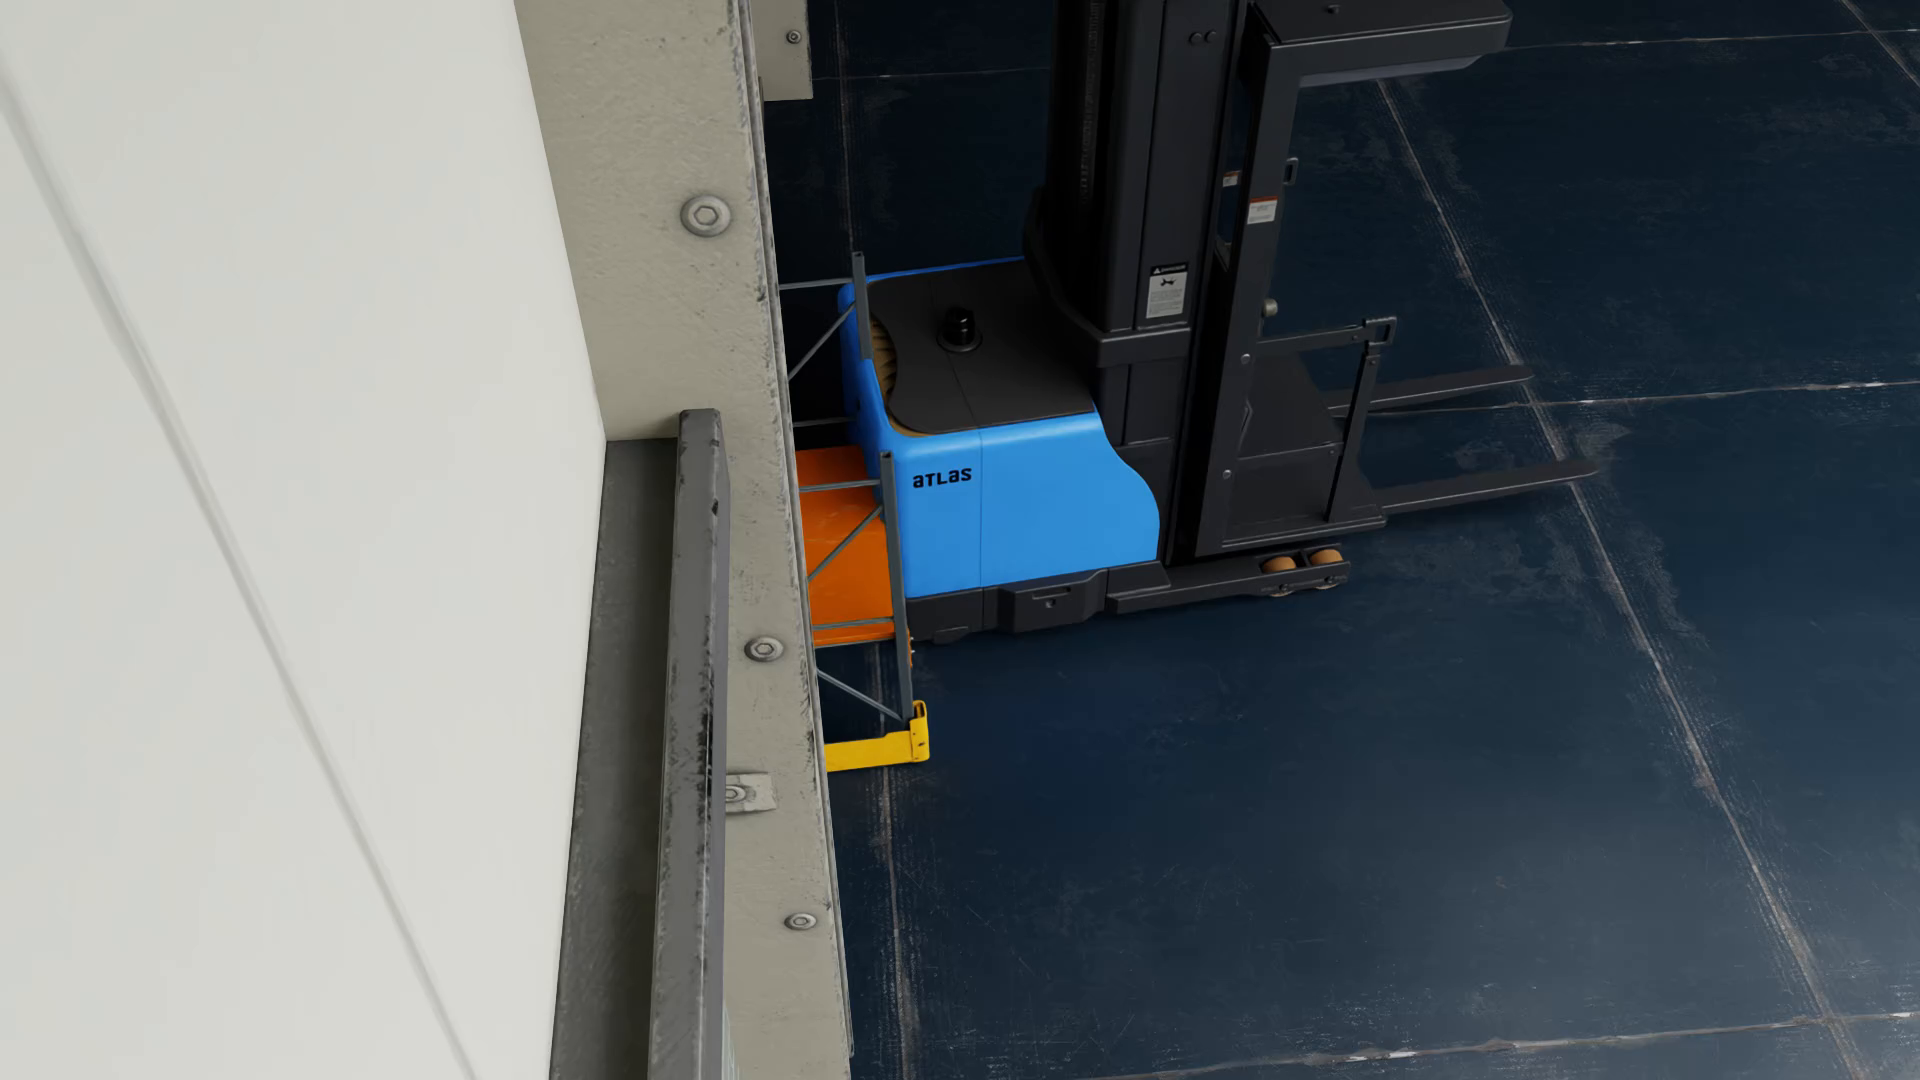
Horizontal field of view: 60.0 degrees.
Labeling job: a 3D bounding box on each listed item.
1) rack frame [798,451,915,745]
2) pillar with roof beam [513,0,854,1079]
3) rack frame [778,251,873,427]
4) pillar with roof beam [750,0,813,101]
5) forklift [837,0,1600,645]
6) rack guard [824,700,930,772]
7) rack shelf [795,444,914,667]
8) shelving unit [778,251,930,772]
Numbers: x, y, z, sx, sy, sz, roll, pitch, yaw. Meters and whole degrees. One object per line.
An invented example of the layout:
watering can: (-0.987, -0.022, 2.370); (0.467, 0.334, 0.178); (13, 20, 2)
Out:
rack frame: (-0.428, 0.289, 5.538); (0.500, 1.500, 0.032); (-6, 46, -4)
pillar with roof beam: (3.809, -1.591, 2.195); (9.100, 9.000, 0.400); (-3, 47, -3)
rack frame: (-0.557, -0.437, 6.238); (0.500, 1.500, 0.032); (-6, 46, -4)
pillar with roof beam: (3.306, -5.932, 6.307); (9.100, 9.000, 0.400); (-3, 47, -3)
forklift: (1.089, -1.150, 5.957); (3.031, 2.935, 1.130); (-9, 47, -8)
rack guard: (-0.409, 0.720, 5.990); (0.587, 0.250, 0.087); (-6, 46, -4)
rack shelf: (-0.487, 0.051, 6.018); (0.538, 0.185, 1.000); (-6, 46, -4)
shelving unit: (-0.491, -0.067, 5.882); (0.587, 1.500, 1.083); (-6, 46, -4)
